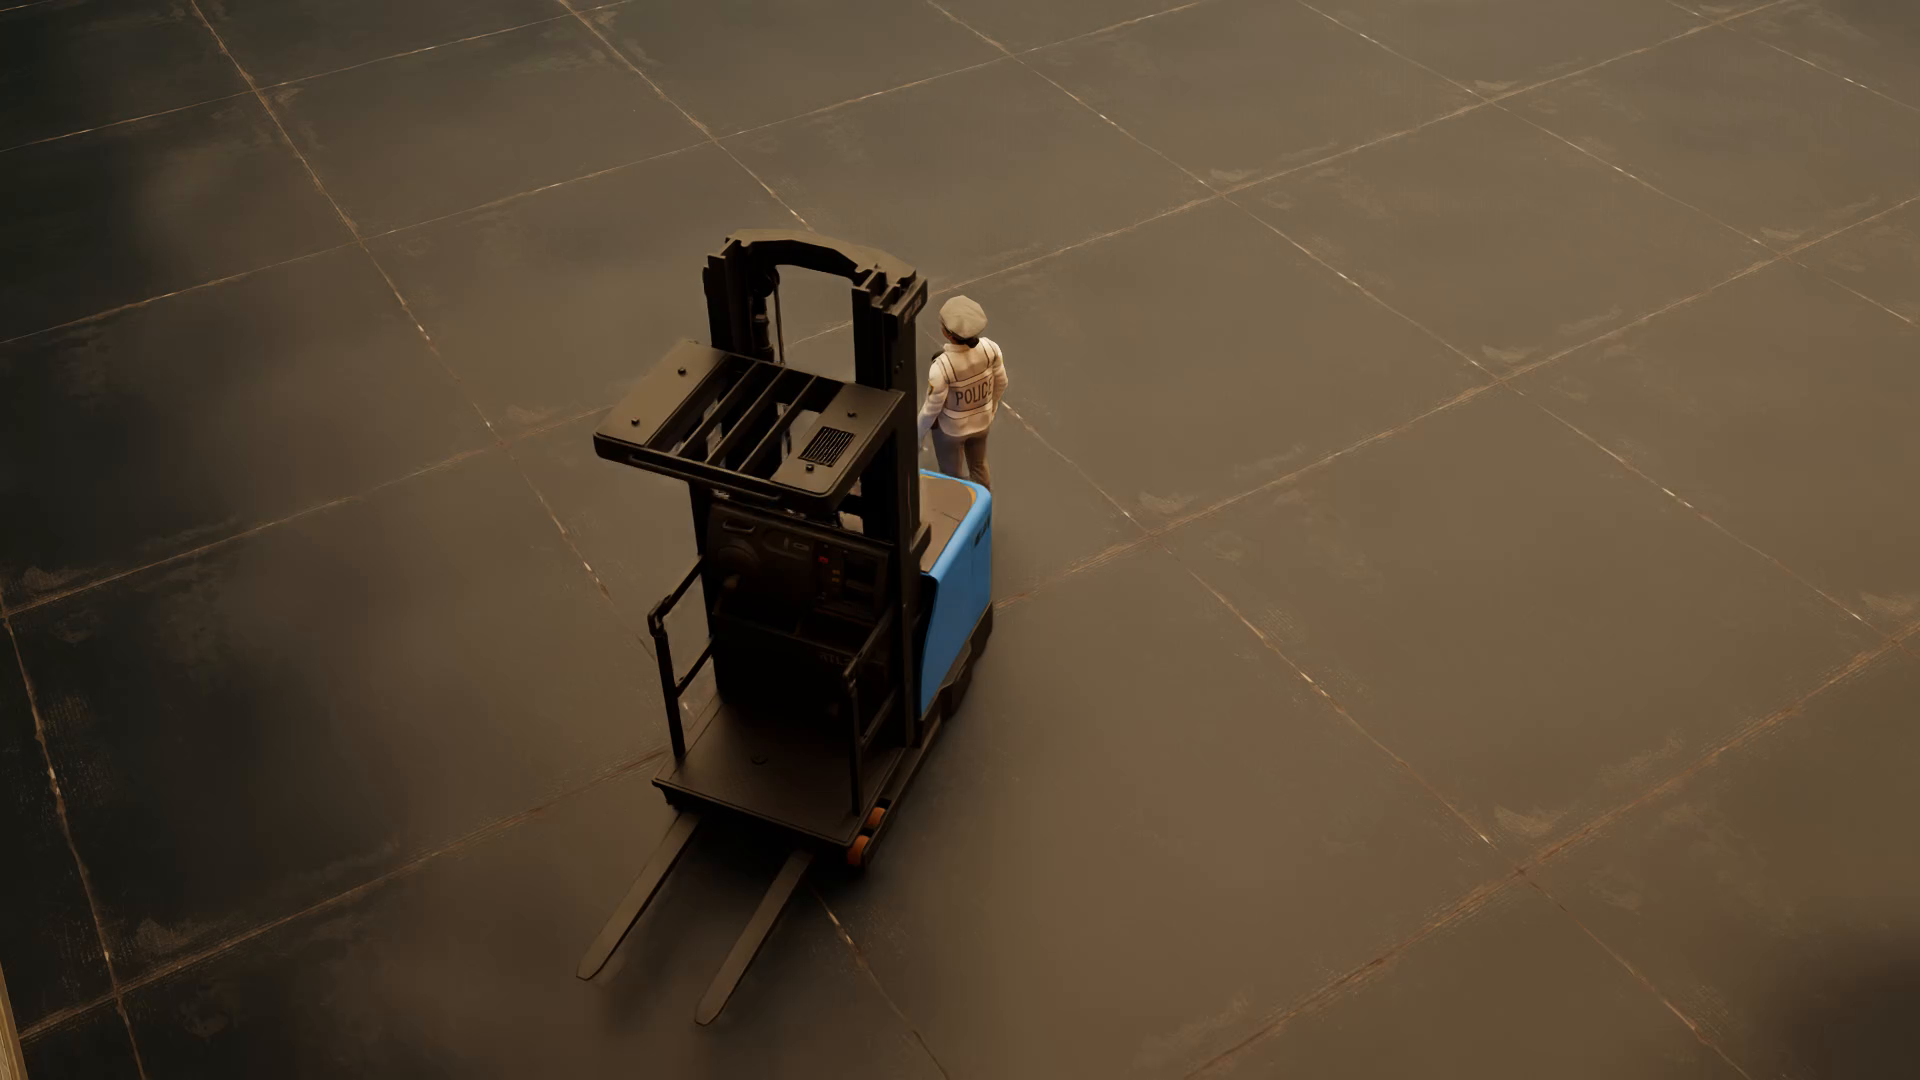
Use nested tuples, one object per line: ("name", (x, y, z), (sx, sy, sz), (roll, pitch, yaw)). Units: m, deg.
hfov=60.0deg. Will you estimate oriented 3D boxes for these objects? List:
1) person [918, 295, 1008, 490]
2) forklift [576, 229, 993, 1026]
("person", (-0.031, -0.714, 9.556), (0.586, 1.694, 0.530), (-23, 46, -24))
("forklift", (-0.846, 0.197, 7.645), (1.130, 2.935, 3.031), (15, 43, 17))
